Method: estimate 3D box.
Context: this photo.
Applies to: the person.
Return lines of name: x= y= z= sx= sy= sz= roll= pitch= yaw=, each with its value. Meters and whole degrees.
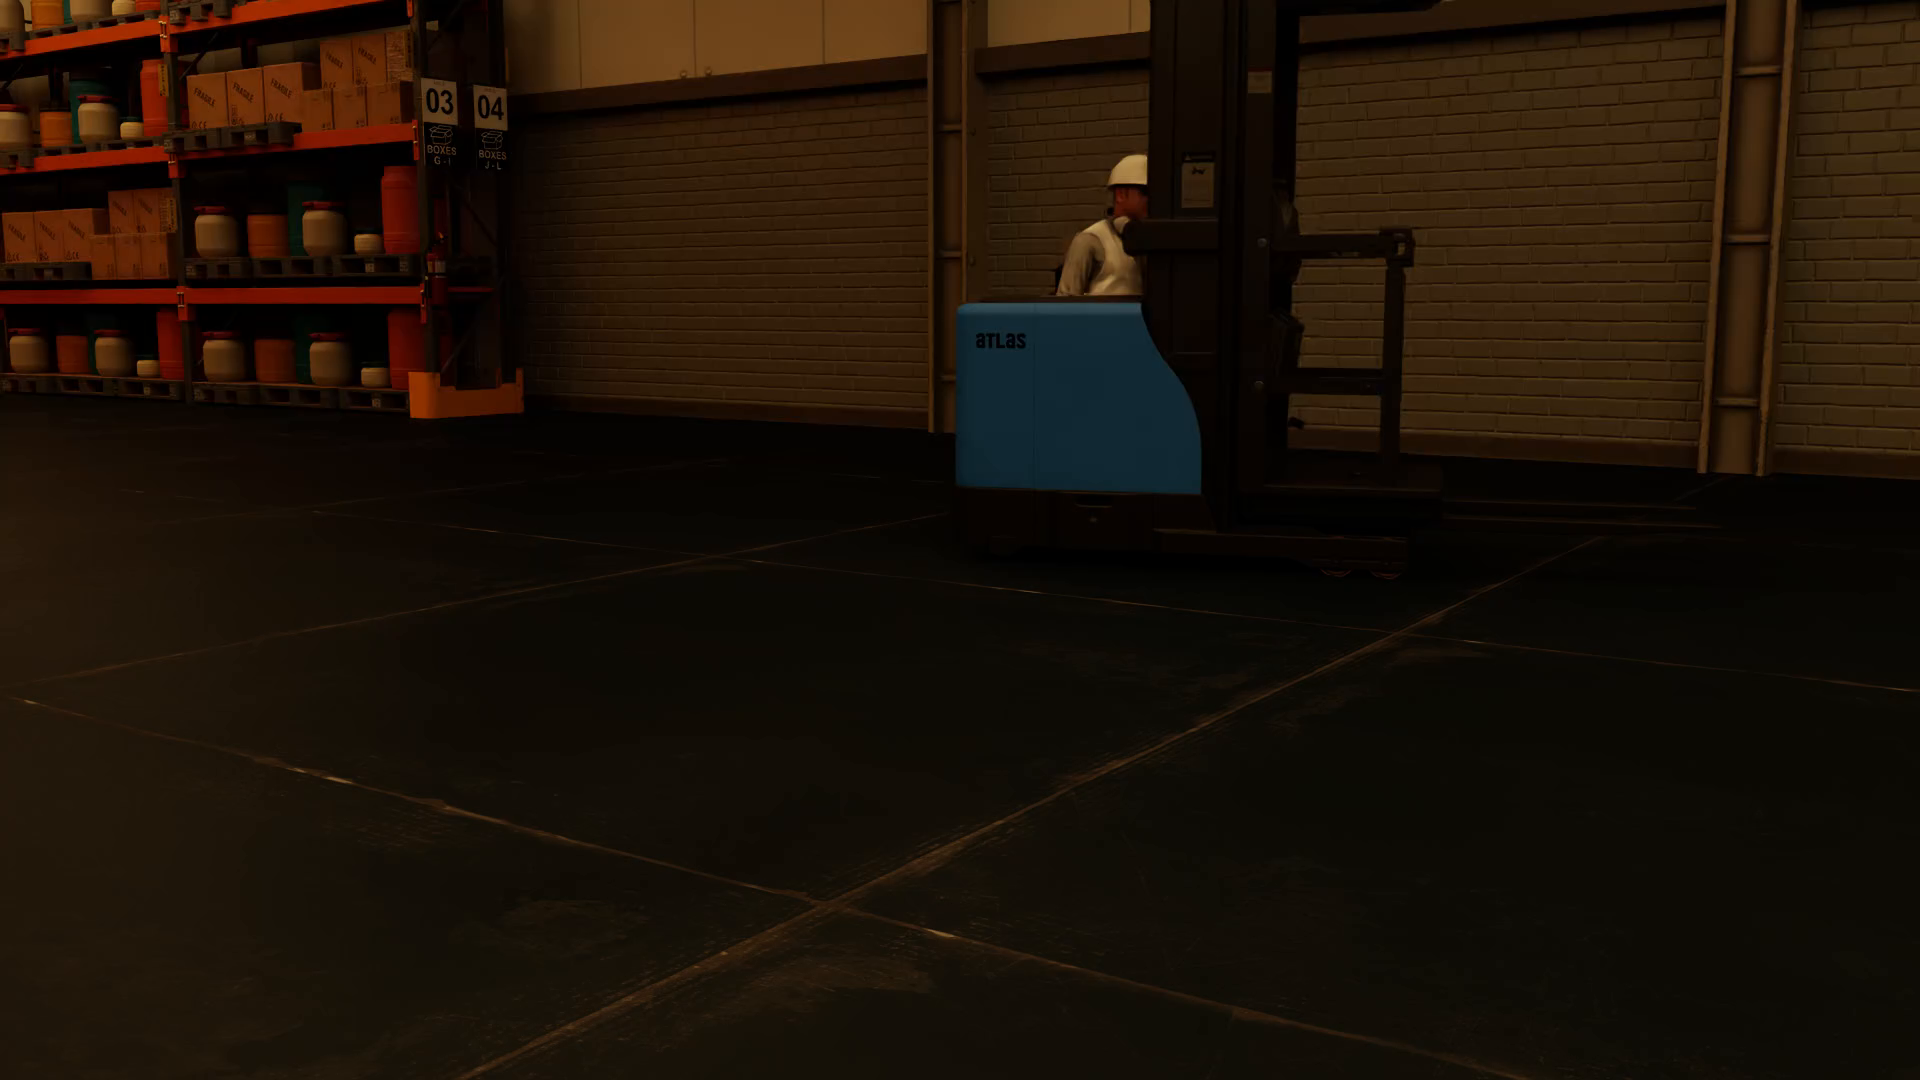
person: x=0.785 y=-0.780 z=7.082 sx=0.796 sy=1.703 sz=0.617 roll=-4 pitch=9 yaw=-29

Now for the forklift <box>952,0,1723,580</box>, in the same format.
forklift: x=1.543 y=-1.378 z=6.886 sx=3.031 sy=2.935 sz=1.130 roll=2 pitch=8 yaw=16
